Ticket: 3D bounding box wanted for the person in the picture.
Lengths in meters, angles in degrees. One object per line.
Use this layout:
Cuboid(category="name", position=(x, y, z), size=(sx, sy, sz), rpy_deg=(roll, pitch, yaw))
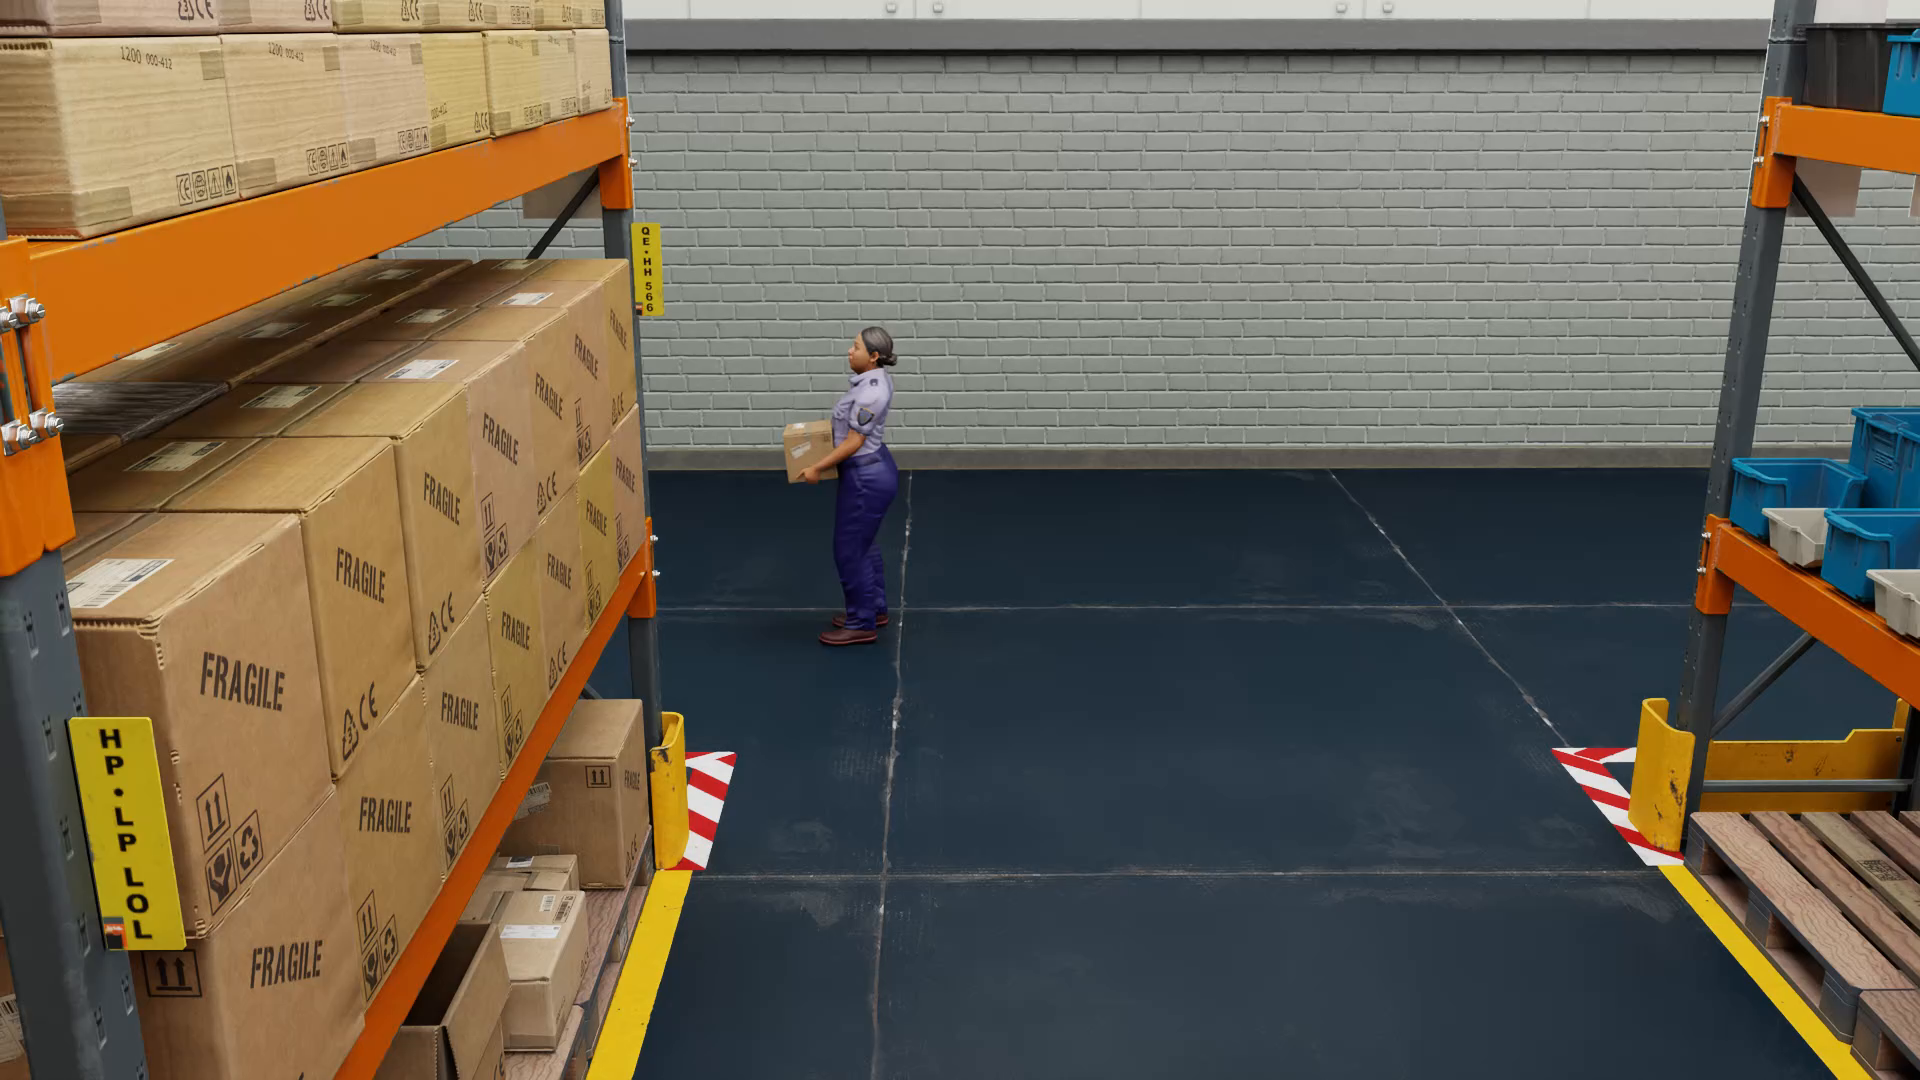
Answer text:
Cuboid(category="person", position=(-0.569, -0.279, 8.499), size=(0.516, 1.627, 0.452), rpy_deg=(0, 17, -1))
